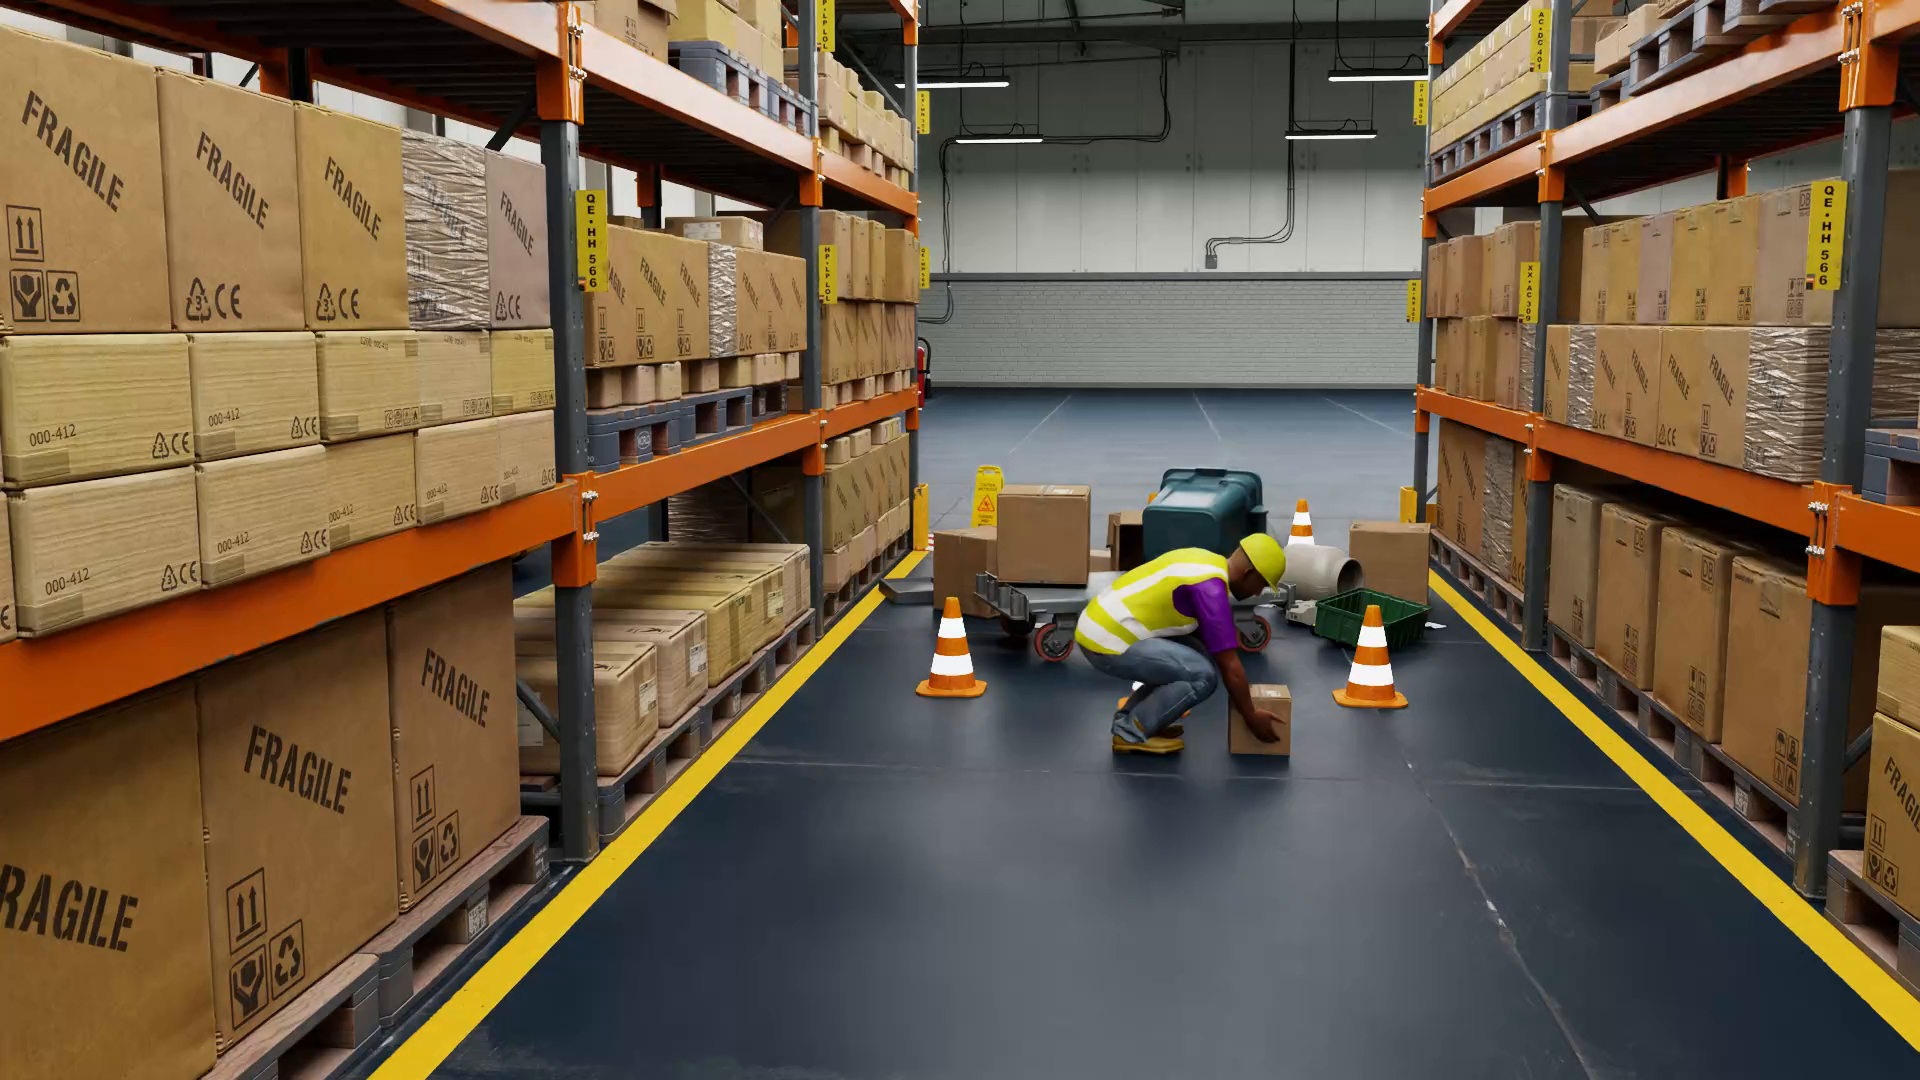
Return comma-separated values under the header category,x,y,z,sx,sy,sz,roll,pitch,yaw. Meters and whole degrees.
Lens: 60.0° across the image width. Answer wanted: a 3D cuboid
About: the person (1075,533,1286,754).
category,x,y,z,sx,sy,sz,roll,pitch,yaw
person,0.946,0.430,7.179,0.897,0.926,0.568,1,8,6
